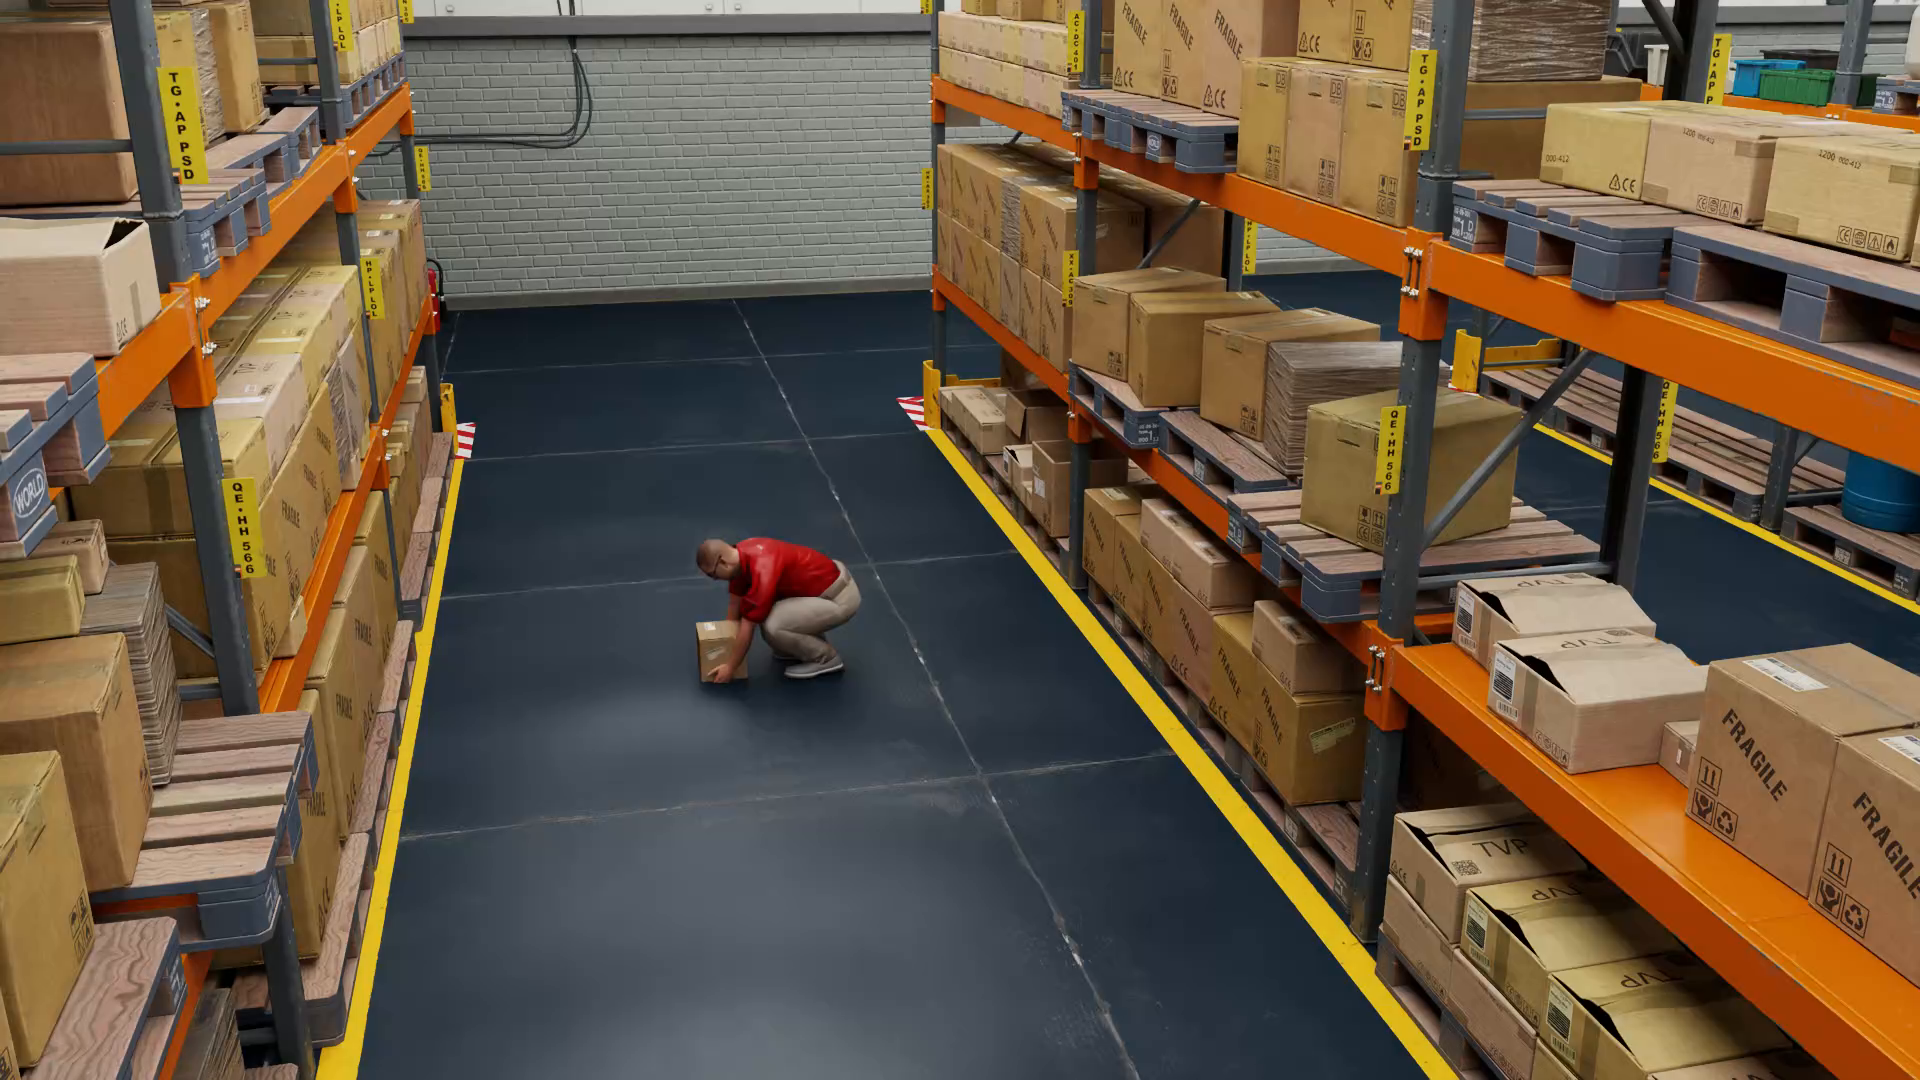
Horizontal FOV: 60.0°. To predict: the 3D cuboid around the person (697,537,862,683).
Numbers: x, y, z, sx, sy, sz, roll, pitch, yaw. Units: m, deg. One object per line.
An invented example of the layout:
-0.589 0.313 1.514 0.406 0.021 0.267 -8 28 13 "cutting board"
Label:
-1.010 0.362 9.079 0.826 0.840 0.534 -5 20 -13 "person"
